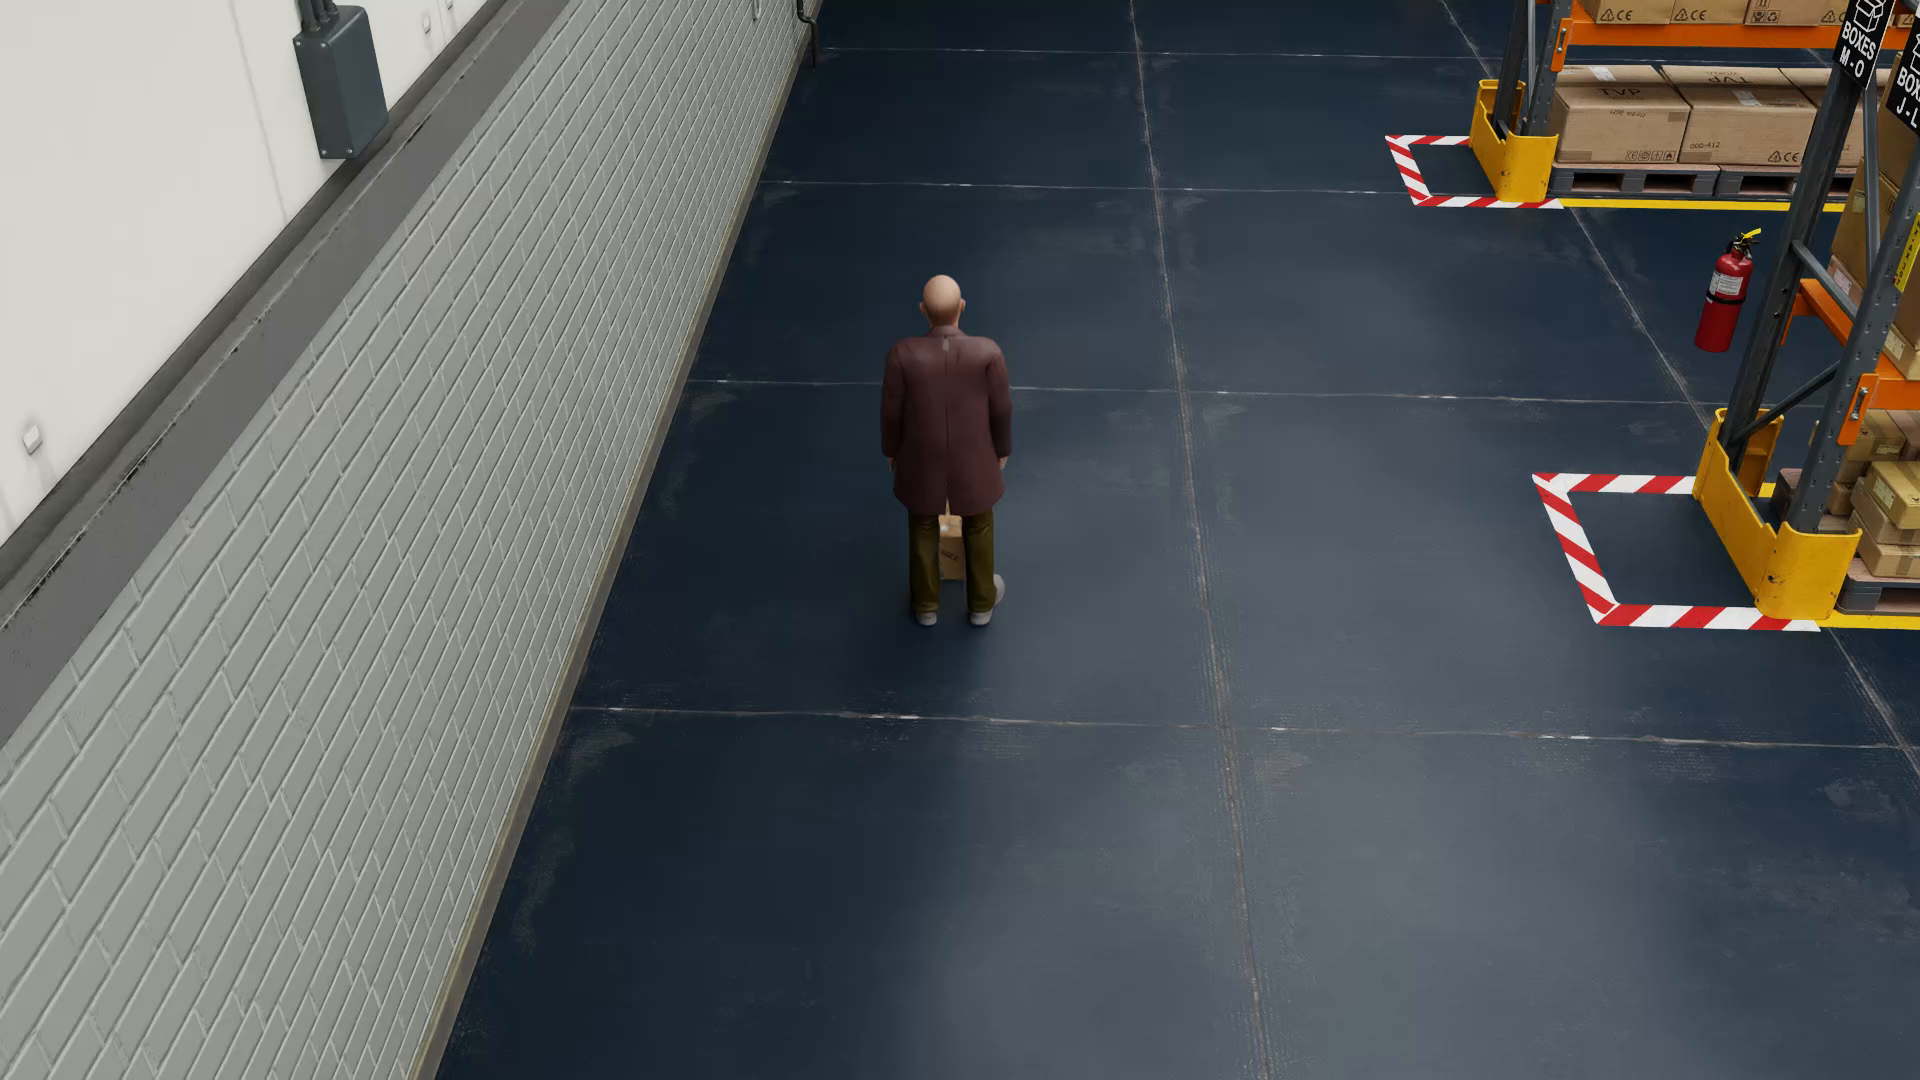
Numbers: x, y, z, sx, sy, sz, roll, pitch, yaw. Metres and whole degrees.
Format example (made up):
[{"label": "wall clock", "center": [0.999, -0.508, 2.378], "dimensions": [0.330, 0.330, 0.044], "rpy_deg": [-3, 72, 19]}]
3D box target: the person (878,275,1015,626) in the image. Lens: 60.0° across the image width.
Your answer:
[{"label": "person", "center": [-0.062, -0.389, 7.683], "dimensions": [0.628, 1.773, 0.427], "rpy_deg": [0, 35, 0]}]
